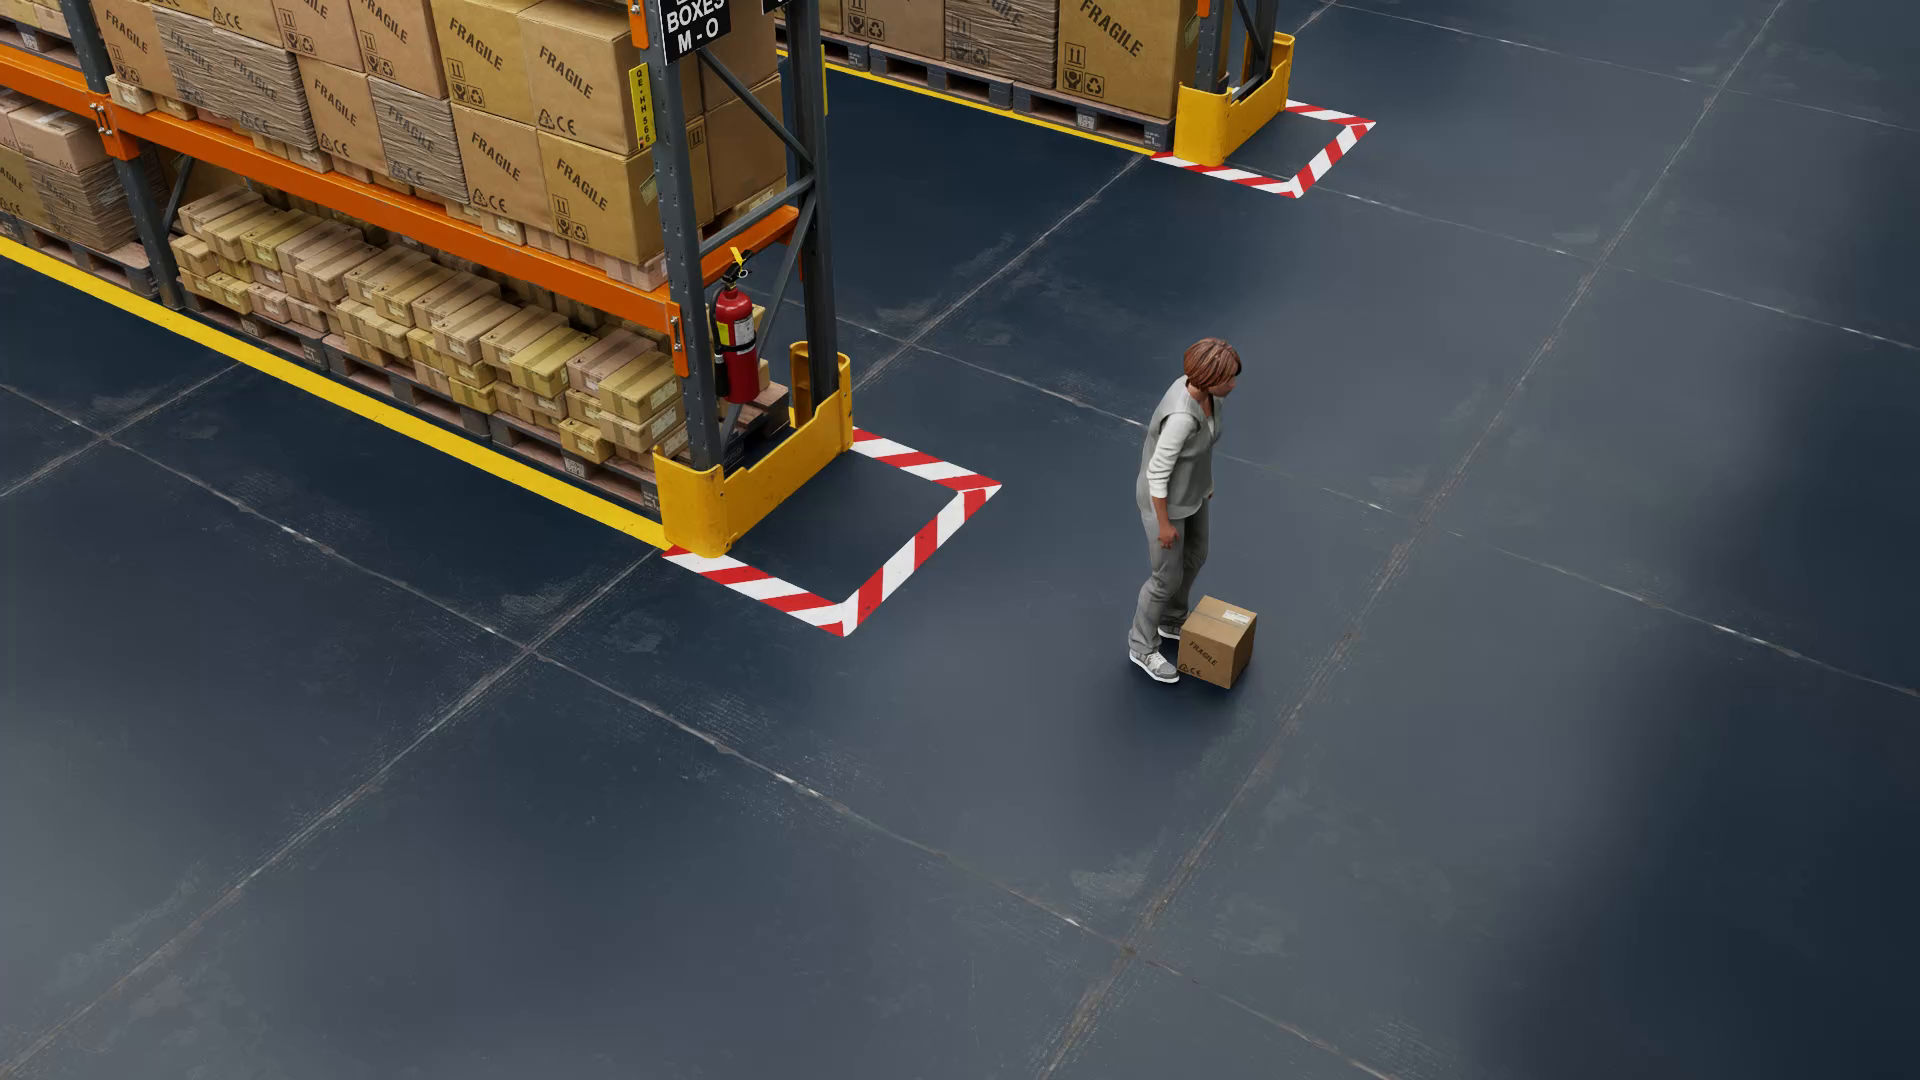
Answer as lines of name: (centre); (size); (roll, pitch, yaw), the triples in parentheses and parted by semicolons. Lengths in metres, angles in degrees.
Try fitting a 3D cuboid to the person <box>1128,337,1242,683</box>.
person: (0.920, -0.152, 6.876); (0.366, 1.592, 0.472); (21, 43, 24)
